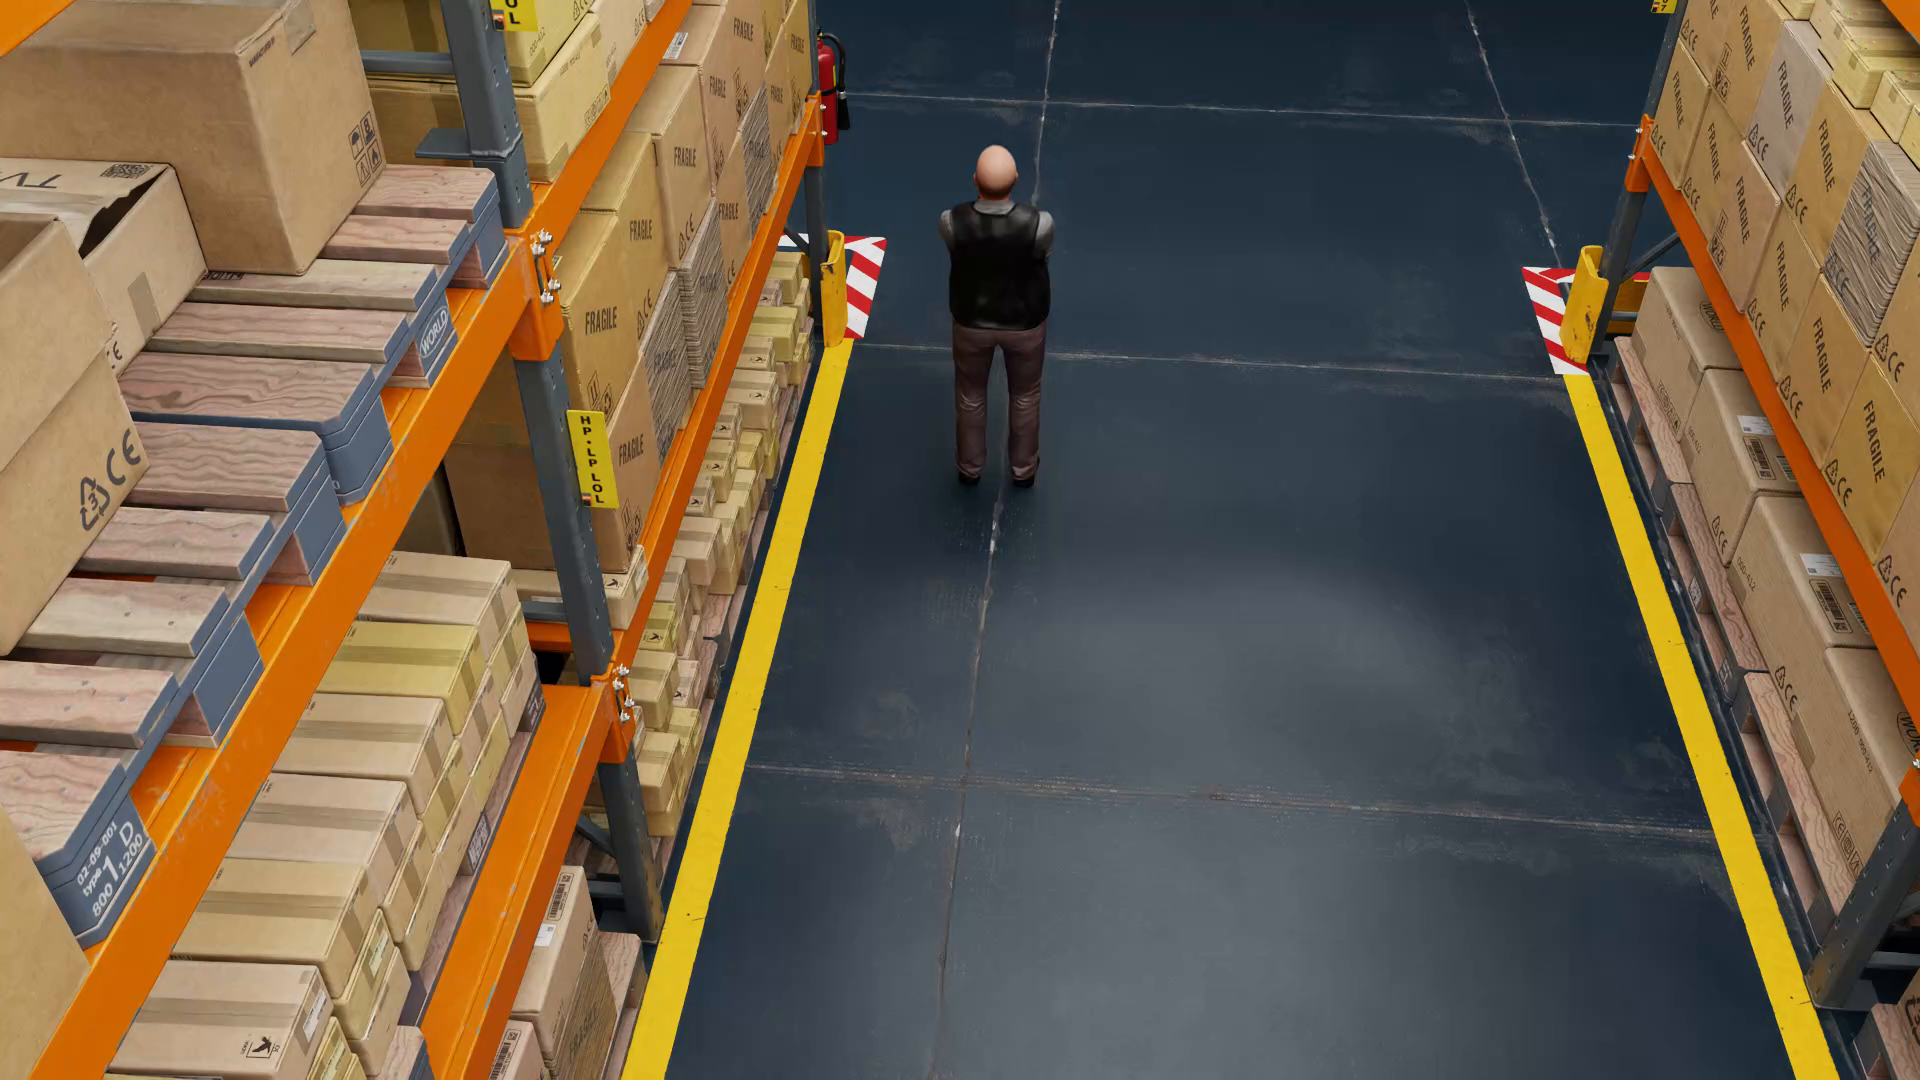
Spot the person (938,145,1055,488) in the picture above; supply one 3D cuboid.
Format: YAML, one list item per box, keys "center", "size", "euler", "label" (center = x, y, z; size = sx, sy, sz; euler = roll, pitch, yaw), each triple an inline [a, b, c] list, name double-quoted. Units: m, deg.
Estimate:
- center: [0.165, -1.032, 7.421]
  size: [0.494, 1.711, 0.560]
  euler: [3, 40, 4]
  label: "person"
